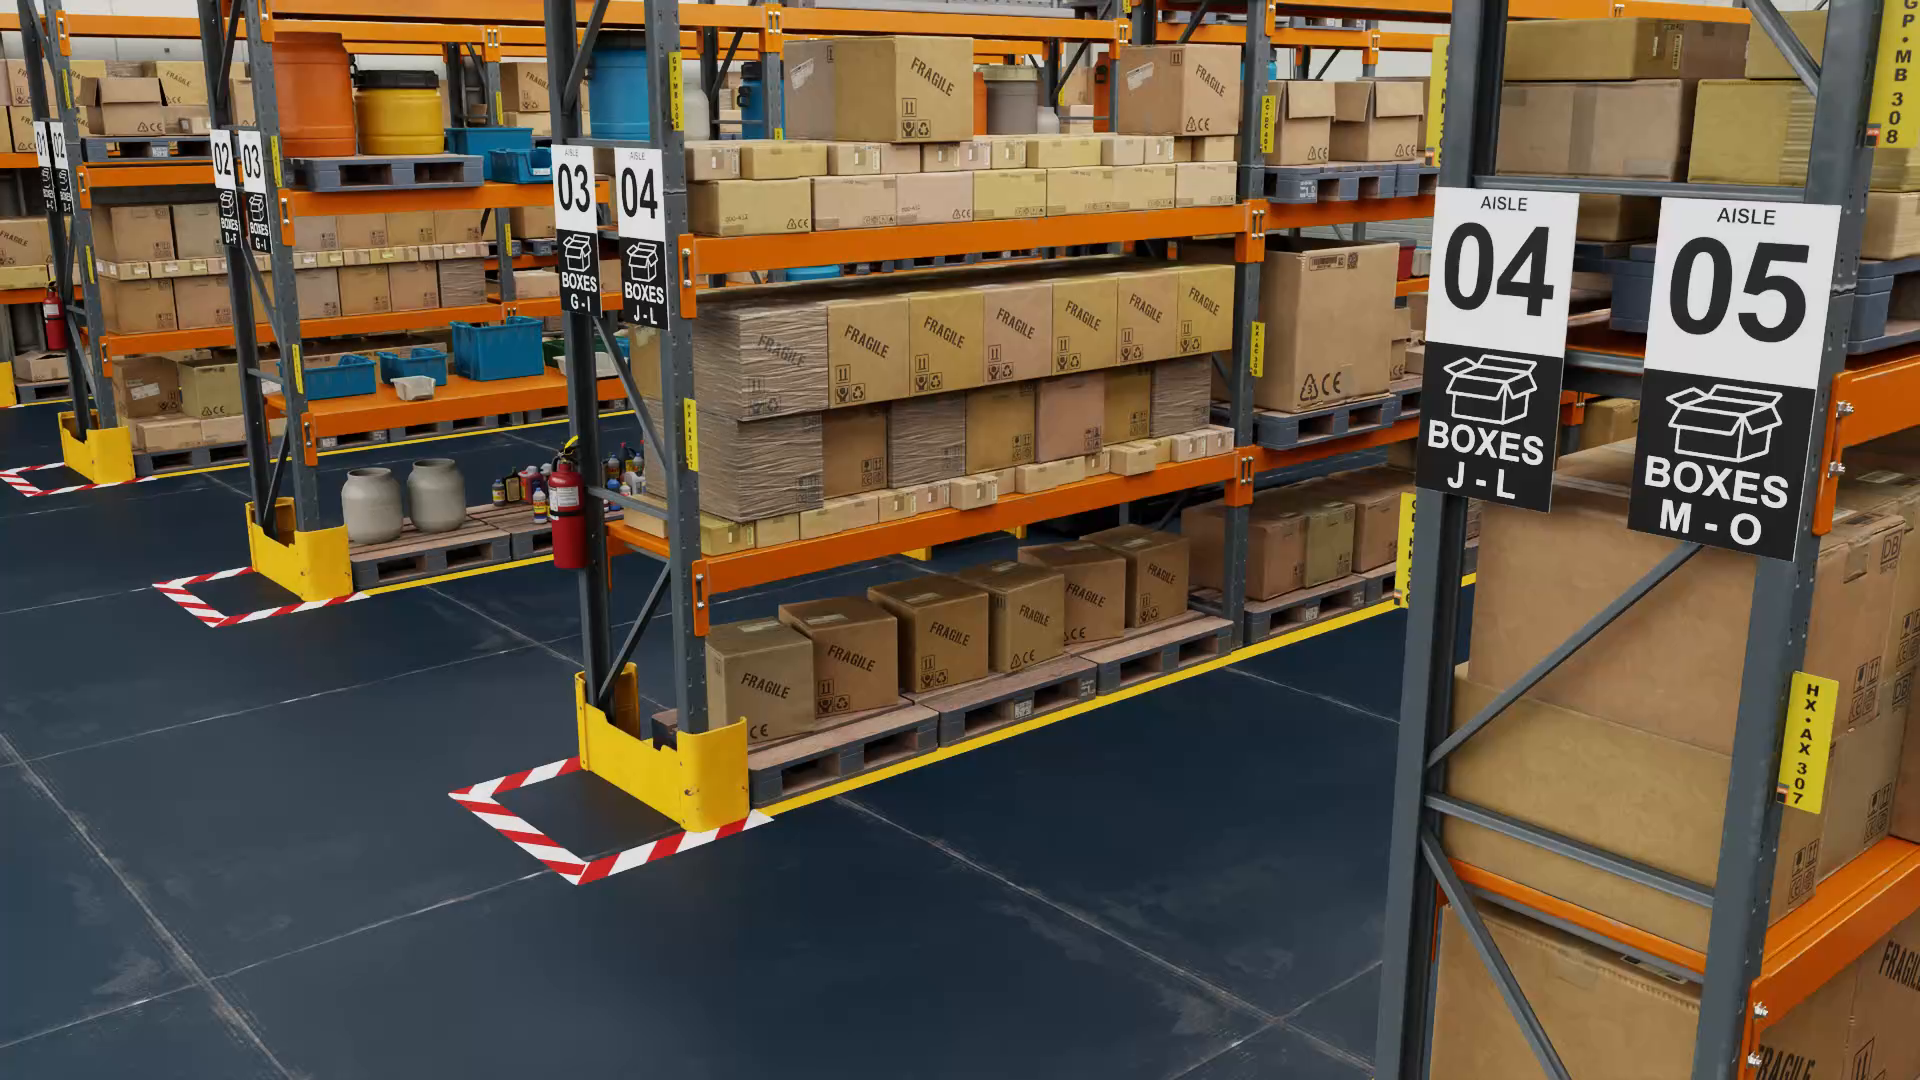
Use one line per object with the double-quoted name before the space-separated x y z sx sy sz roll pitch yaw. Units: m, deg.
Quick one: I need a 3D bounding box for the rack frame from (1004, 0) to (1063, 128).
"rack frame" 0.974 -7.026 22.117 0.127 3.000 1.000 -13 19 -39

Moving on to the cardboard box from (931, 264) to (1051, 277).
"cardboard box" 0.178 -1.322 9.680 0.500 0.500 0.500 -13 19 -39

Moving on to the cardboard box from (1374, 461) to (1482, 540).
"cardboard box" 3.554 -0.312 12.598 0.700 0.500 0.500 14 20 42

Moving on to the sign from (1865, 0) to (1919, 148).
"sign" 1.961 -0.984 3.461 0.005 0.325 0.100 -13 19 -39

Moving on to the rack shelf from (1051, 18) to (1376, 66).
"rack shelf" 2.714 -5.182 17.381 4.000 0.370 1.077 -13 19 -39

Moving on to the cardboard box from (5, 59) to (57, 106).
"cardboard box" -10.472 -5.142 18.706 0.500 0.500 0.500 -13 20 -40

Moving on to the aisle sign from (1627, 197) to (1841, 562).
"aisle sign" 1.744 -0.369 3.781 0.004 0.787 0.394 -13 19 -39

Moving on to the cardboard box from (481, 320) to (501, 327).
"cardboard box" -6.629 -3.133 23.156 0.500 0.500 0.700 -13 20 -40

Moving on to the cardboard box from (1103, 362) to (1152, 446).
"cardboard box" 0.658 -0.894 10.013 0.500 0.500 0.875 -13 19 -39

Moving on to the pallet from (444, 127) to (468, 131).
"pallet" -7.000 -5.355 22.037 1.003 0.211 1.213 -13 19 -39

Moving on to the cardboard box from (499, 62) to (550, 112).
"cardboard box" -4.570 -4.811 17.662 0.500 0.500 0.500 -12 19 -39

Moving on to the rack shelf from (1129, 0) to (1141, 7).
"rack shelf" -0.070 -3.054 8.646 4.000 0.370 1.077 -13 19 -39

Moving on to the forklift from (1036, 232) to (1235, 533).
"forklift" 1.683 -1.761 14.163 3.031 2.935 1.130 -12 19 -38

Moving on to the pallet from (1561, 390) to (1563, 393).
"pallet" 3.988 -1.287 12.628 1.003 0.211 1.213 -13 19 -39

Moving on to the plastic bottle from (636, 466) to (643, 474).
"plastic bottle" -2.584 -0.471 13.613 0.133 0.283 0.061 -13 19 -39

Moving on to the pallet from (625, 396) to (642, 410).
"pallet" -3.611 -1.766 19.451 1.213 0.211 1.003 -13 19 -39

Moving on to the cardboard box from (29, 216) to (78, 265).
"cardboard box" -10.397 -3.463 19.199 0.500 0.500 0.500 -13 19 -39

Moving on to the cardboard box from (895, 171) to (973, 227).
"cardboard box" -0.284 -1.746 8.451 0.500 0.250 0.500 -13 20 -40

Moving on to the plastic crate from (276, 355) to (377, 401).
"plastic crate" -4.649 -1.201 12.223 0.616 0.251 0.499 -13 19 -39

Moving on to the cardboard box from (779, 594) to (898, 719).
"cardboard box" -0.668 0.628 9.115 0.500 0.500 0.500 -7 17 -25

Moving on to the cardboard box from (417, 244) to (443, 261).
"cardboard box" -5.510 -2.960 17.069 0.250 0.149 0.380 -13 20 -41

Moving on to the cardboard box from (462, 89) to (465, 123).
"cardboard box" -6.921 -5.723 22.042 0.500 0.500 0.500 -14 20 -41

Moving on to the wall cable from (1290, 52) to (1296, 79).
"wall cable" 5.238 -8.056 31.989 0.112 2.526 3.097 -13 19 -39

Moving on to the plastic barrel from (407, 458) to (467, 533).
"plastic barrel" -4.006 -0.342 12.726 0.421 0.512 0.421 0 15 0

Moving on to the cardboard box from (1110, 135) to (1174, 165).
"cardboard box" 0.989 -2.215 9.435 0.250 0.149 0.380 -14 20 -42

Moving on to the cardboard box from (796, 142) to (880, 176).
"cardboard box" -0.598 -1.861 8.110 0.250 0.149 0.380 -12 19 -37

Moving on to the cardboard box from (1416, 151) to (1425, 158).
"cardboard box" 3.512 -2.598 11.643 0.500 0.250 0.500 -12 19 -38

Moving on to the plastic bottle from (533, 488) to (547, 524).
"plastic bottle" -3.258 -0.271 12.887 0.097 0.271 0.097 0 15 0

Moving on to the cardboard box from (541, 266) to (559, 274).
"cardboard box" -4.519 -2.893 18.527 0.258 0.266 0.396 -13 20 -41

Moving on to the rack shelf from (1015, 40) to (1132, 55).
"rack shelf" 2.482 -7.016 23.479 4.000 0.370 1.077 -13 19 -39

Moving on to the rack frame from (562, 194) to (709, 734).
"rack frame" -1.579 -0.166 8.059 0.127 3.000 1.000 -13 19 -39

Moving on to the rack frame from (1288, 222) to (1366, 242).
"rack frame" 4.222 -3.163 19.279 0.127 3.000 1.000 -13 19 -39

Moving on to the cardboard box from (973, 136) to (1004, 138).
"cardboard box" 0.032 -2.190 9.340 0.250 0.149 0.380 -13 20 -40

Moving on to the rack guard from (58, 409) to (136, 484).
"rack guard" -8.097 -0.883 15.588 0.348 0.500 1.175 -13 19 -39

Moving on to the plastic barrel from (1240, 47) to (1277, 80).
"plastic barrel" 3.035 -4.738 17.579 0.708 0.901 0.600 -13 19 -39

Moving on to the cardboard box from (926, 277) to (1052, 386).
"cardboard box" 0.146 -1.135 8.980 0.500 0.500 0.500 -13 19 -39

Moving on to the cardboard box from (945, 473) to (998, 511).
"cardboard box" -0.012 -0.282 8.979 0.250 0.149 0.380 -13 19 -39

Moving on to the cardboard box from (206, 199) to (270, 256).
"cardboard box" -6.906 -3.031 16.079 0.500 0.500 0.700 -13 19 -39

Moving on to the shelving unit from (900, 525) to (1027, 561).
"shelving unit" -0.058 -0.712 13.008 1.083 1.500 0.587 -13 19 -39

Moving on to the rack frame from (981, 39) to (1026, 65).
"rack frame" 0.736 -8.668 28.262 0.127 3.000 1.000 -13 19 -39

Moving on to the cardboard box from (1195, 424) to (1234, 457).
"cardboard box" 1.469 -0.629 10.277 0.250 0.149 0.380 -13 19 -39

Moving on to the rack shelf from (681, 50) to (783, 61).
"rack shelf" -3.790 -7.111 24.601 4.000 0.370 1.077 -13 19 -39

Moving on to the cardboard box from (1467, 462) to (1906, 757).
"cardboard box" 1.906 0.167 4.428 0.550 0.550 0.875 -13 19 -39

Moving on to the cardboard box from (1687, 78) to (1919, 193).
"cardboard box" 2.133 -0.987 4.025 0.500 0.250 0.500 -13 20 -39

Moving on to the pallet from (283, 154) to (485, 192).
"pallet" -4.142 -2.609 11.759 1.213 0.211 1.003 -13 19 -39

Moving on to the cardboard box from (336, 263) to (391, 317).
"cardboard box" -6.167 -2.570 16.864 0.500 0.500 0.700 -12 19 -39

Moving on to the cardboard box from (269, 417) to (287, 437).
"cardboard box" -6.776 -1.187 16.396 0.500 0.250 0.500 -13 19 -39

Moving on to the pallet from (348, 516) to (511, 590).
"pallet" -4.187 0.058 12.622 1.213 0.211 1.003 -13 19 -39

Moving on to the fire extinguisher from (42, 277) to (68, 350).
"fire extinguisher" -8.473 -2.128 15.555 0.183 0.674 0.296 -13 19 -39

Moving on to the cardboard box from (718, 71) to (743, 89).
"cardboard box" -3.438 -6.944 25.123 0.500 0.250 0.500 -13 20 -41

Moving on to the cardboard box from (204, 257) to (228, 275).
"cardboard box" -7.063 -2.611 15.761 0.250 0.149 0.380 -13 20 -40

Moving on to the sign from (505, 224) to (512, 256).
"sign" -4.696 -3.121 17.292 0.005 0.325 0.100 -13 19 -39

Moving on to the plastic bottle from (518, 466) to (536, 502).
"plastic bottle" -3.524 -0.461 13.587 0.135 0.276 0.152 -12 19 -39

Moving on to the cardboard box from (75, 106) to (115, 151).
"cardboard box" -10.100 -4.747 19.163 0.500 0.500 0.500 -12 19 -37

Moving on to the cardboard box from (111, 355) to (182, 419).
"cardboard box" -7.870 -1.481 16.042 0.500 0.500 0.500 -13 19 -39
